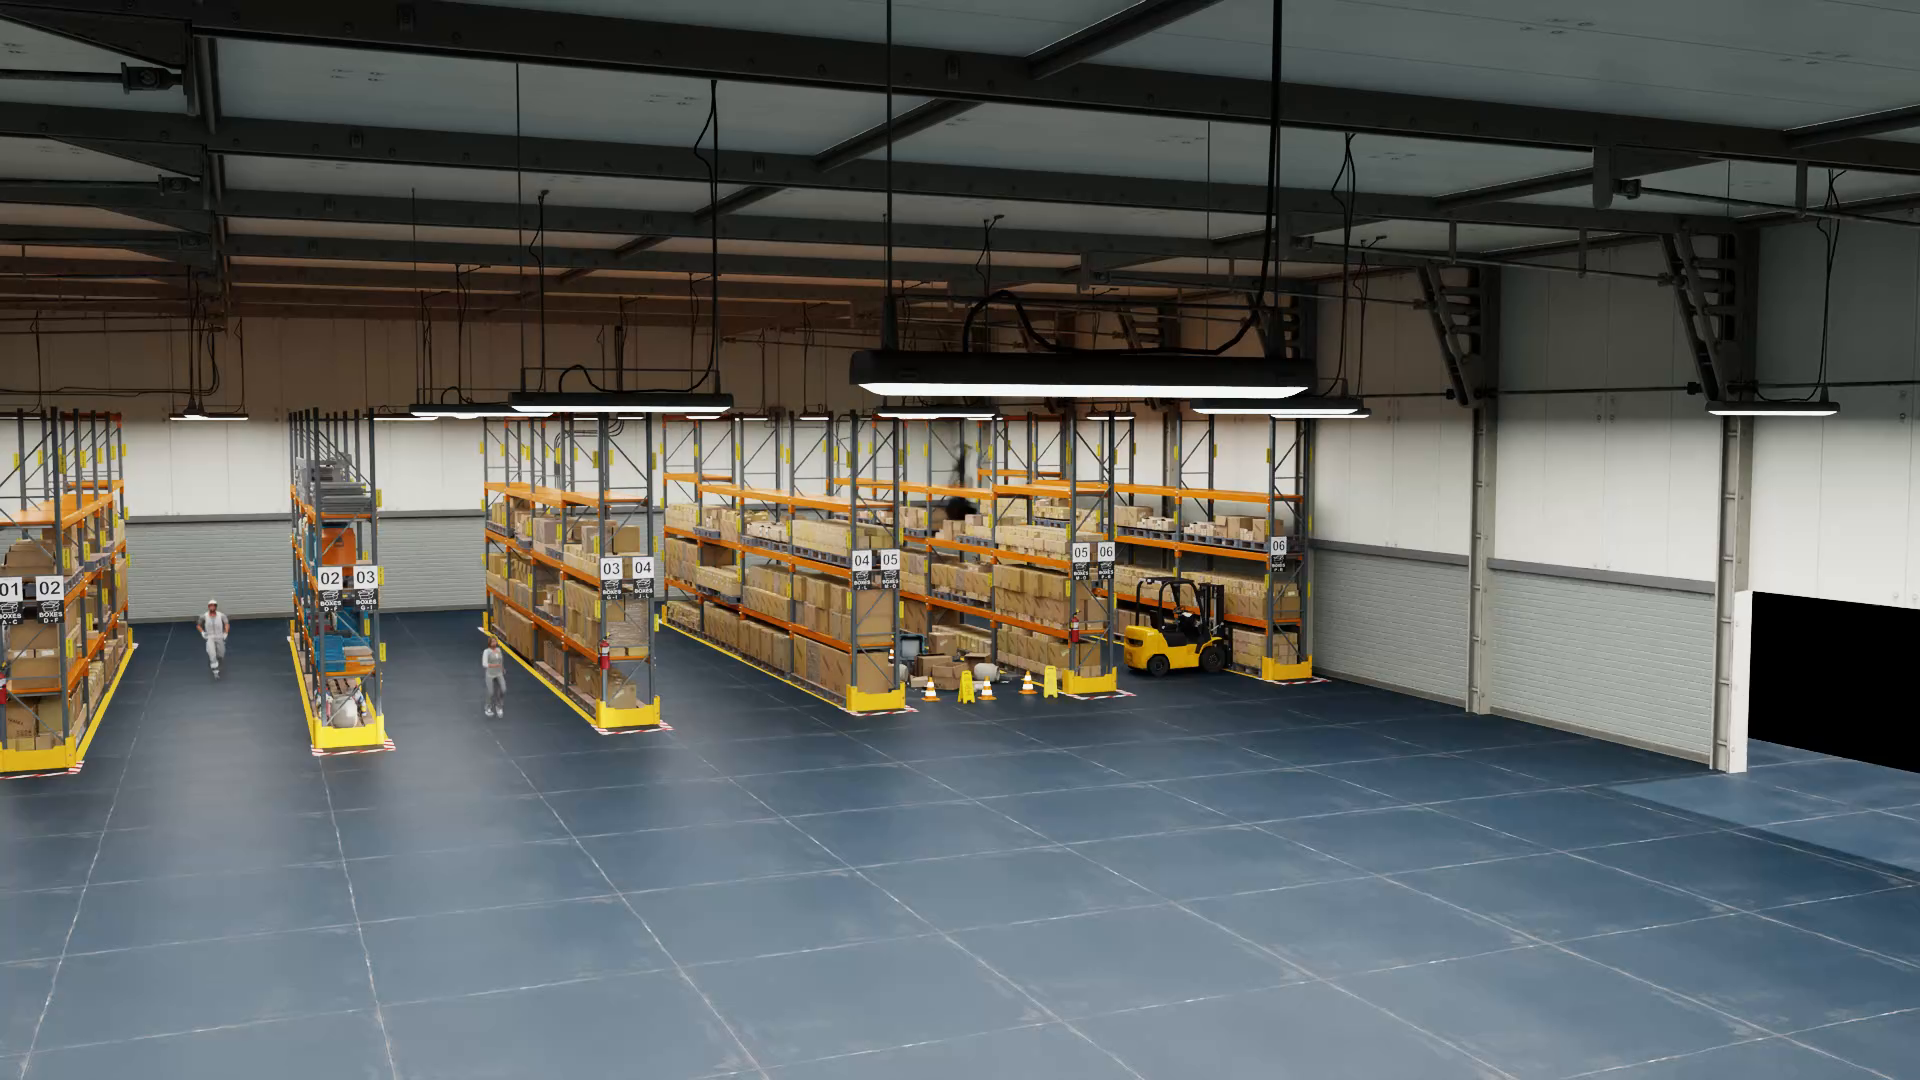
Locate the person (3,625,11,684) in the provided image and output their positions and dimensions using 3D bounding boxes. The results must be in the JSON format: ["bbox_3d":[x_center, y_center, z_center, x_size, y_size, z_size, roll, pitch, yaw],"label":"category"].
[{"bbox_3d":[-20.613,2.333,35.713,0.669,1.783,0.865,-2,5,-28],"label":"person"}]

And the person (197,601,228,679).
[{"bbox_3d":[-16.888,2.236,37.626,0.633,1.743,0.802,-2,5,-32],"label":"person"}]

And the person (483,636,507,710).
[{"bbox_3d":[-9.025,2.596,32.264,0.507,1.472,0.667,-3,5,-39],"label":"person"}]
